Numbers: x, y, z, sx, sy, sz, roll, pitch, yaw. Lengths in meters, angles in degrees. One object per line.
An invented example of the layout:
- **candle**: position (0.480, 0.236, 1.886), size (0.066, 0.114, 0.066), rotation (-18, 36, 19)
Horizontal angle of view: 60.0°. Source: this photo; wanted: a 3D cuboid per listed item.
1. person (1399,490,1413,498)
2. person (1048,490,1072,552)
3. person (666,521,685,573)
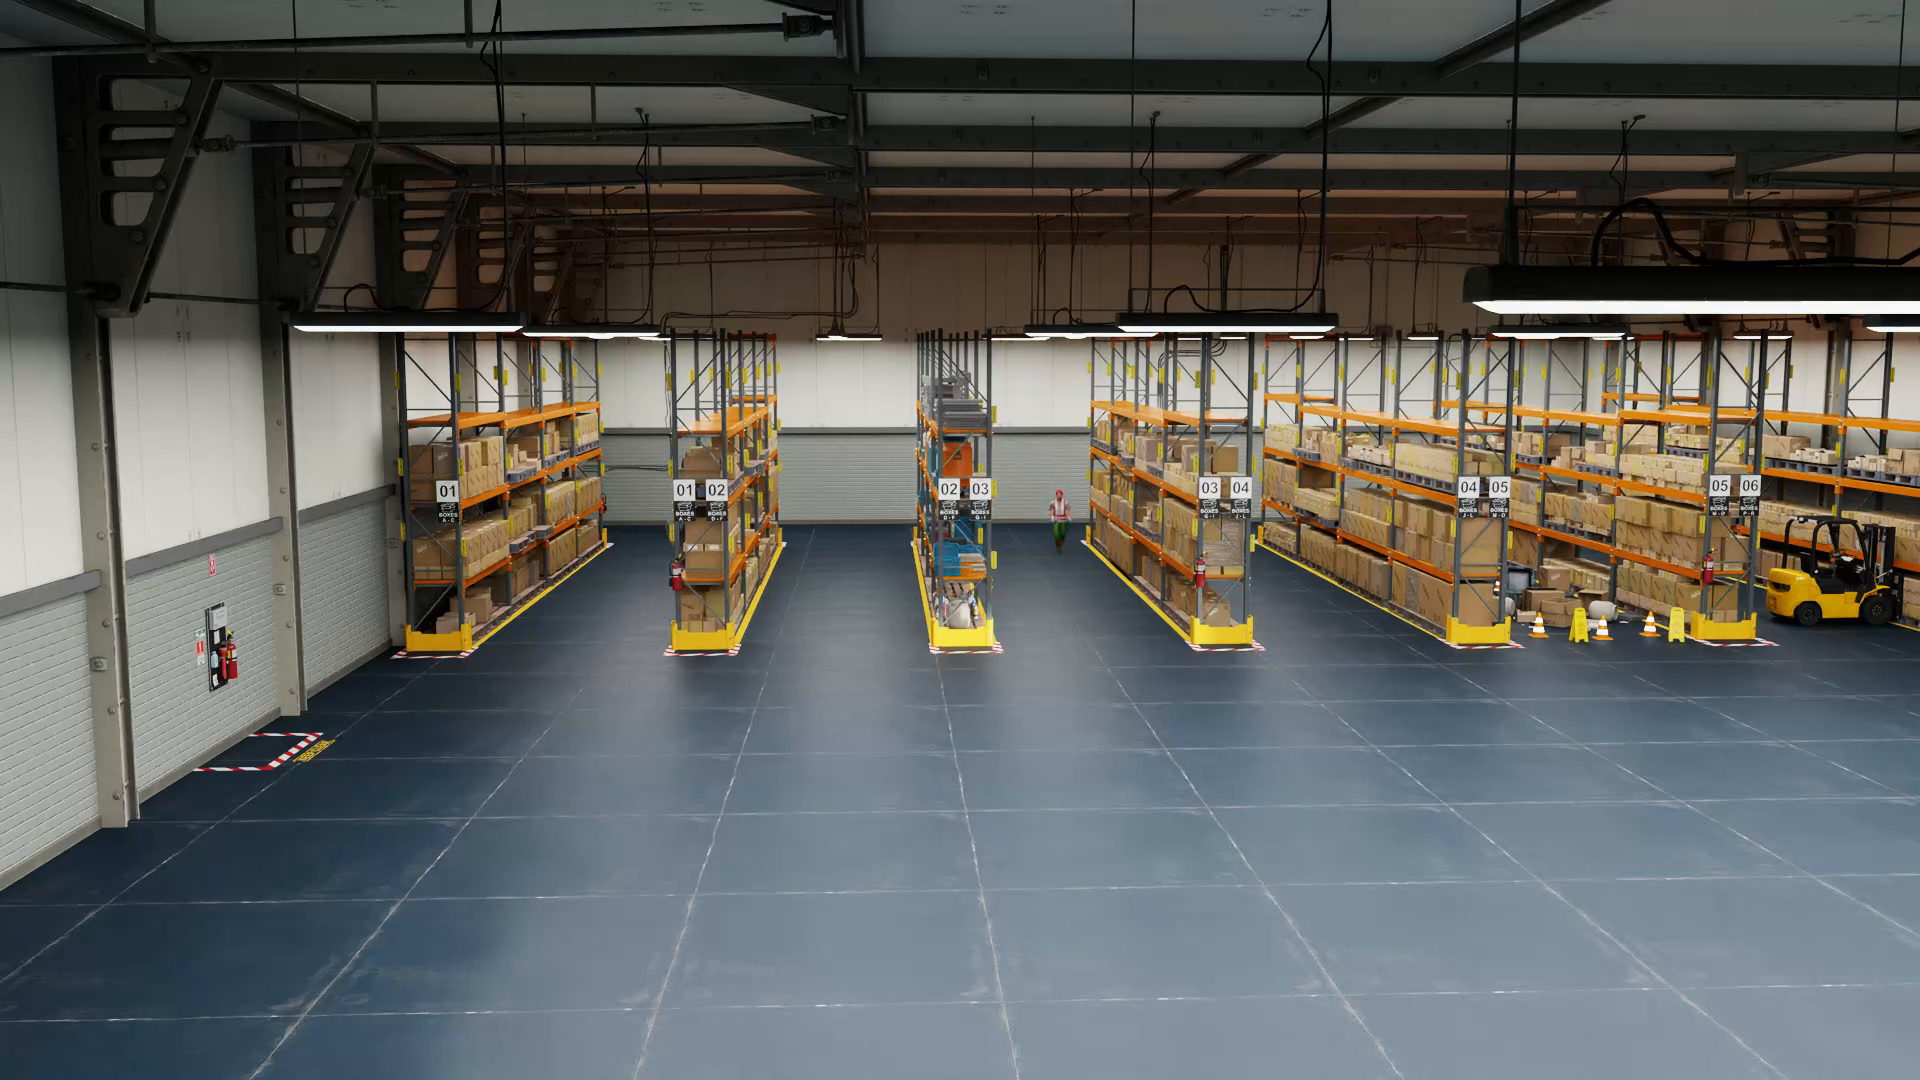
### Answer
- **person**: position (13.785, -1.214, 51.297), size (0.946, 1.747, 0.706), rotation (-3, 7, -26)
- **person**: position (2.739, -0.523, 45.762), size (0.653, 1.728, 0.632), rotation (0, 7, -1)
- **person**: position (-6.955, 0.093, 41.211), size (0.663, 1.566, 0.877), rotation (-2, 7, -19)
